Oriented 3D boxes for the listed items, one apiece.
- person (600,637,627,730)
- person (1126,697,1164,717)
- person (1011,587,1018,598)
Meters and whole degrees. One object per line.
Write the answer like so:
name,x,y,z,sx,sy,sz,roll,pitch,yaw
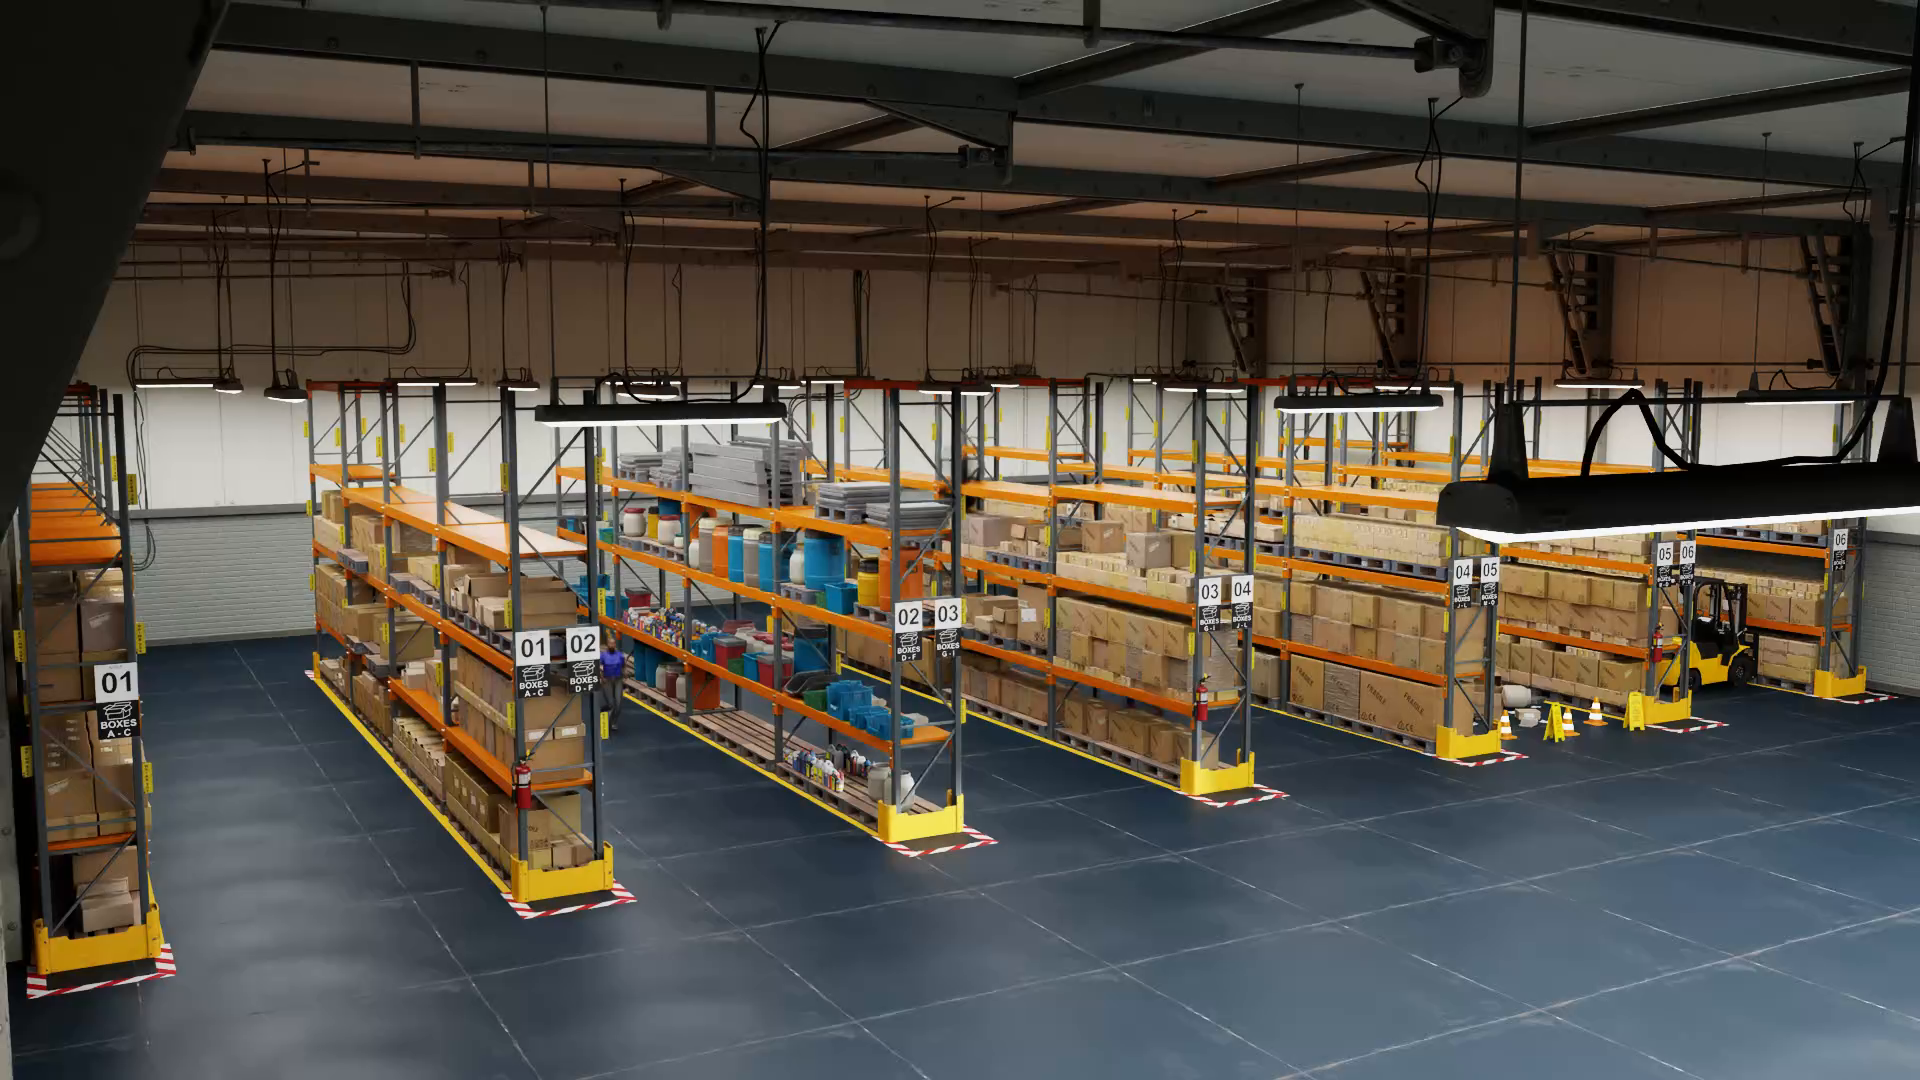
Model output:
person,-5.994,2.480,28.700,0.571,1.608,0.572,-4,7,-33
person,3.417,2.345,30.036,0.608,1.667,0.875,-4,7,-32
person,1.483,1.060,41.885,0.610,1.699,0.725,6,8,42
